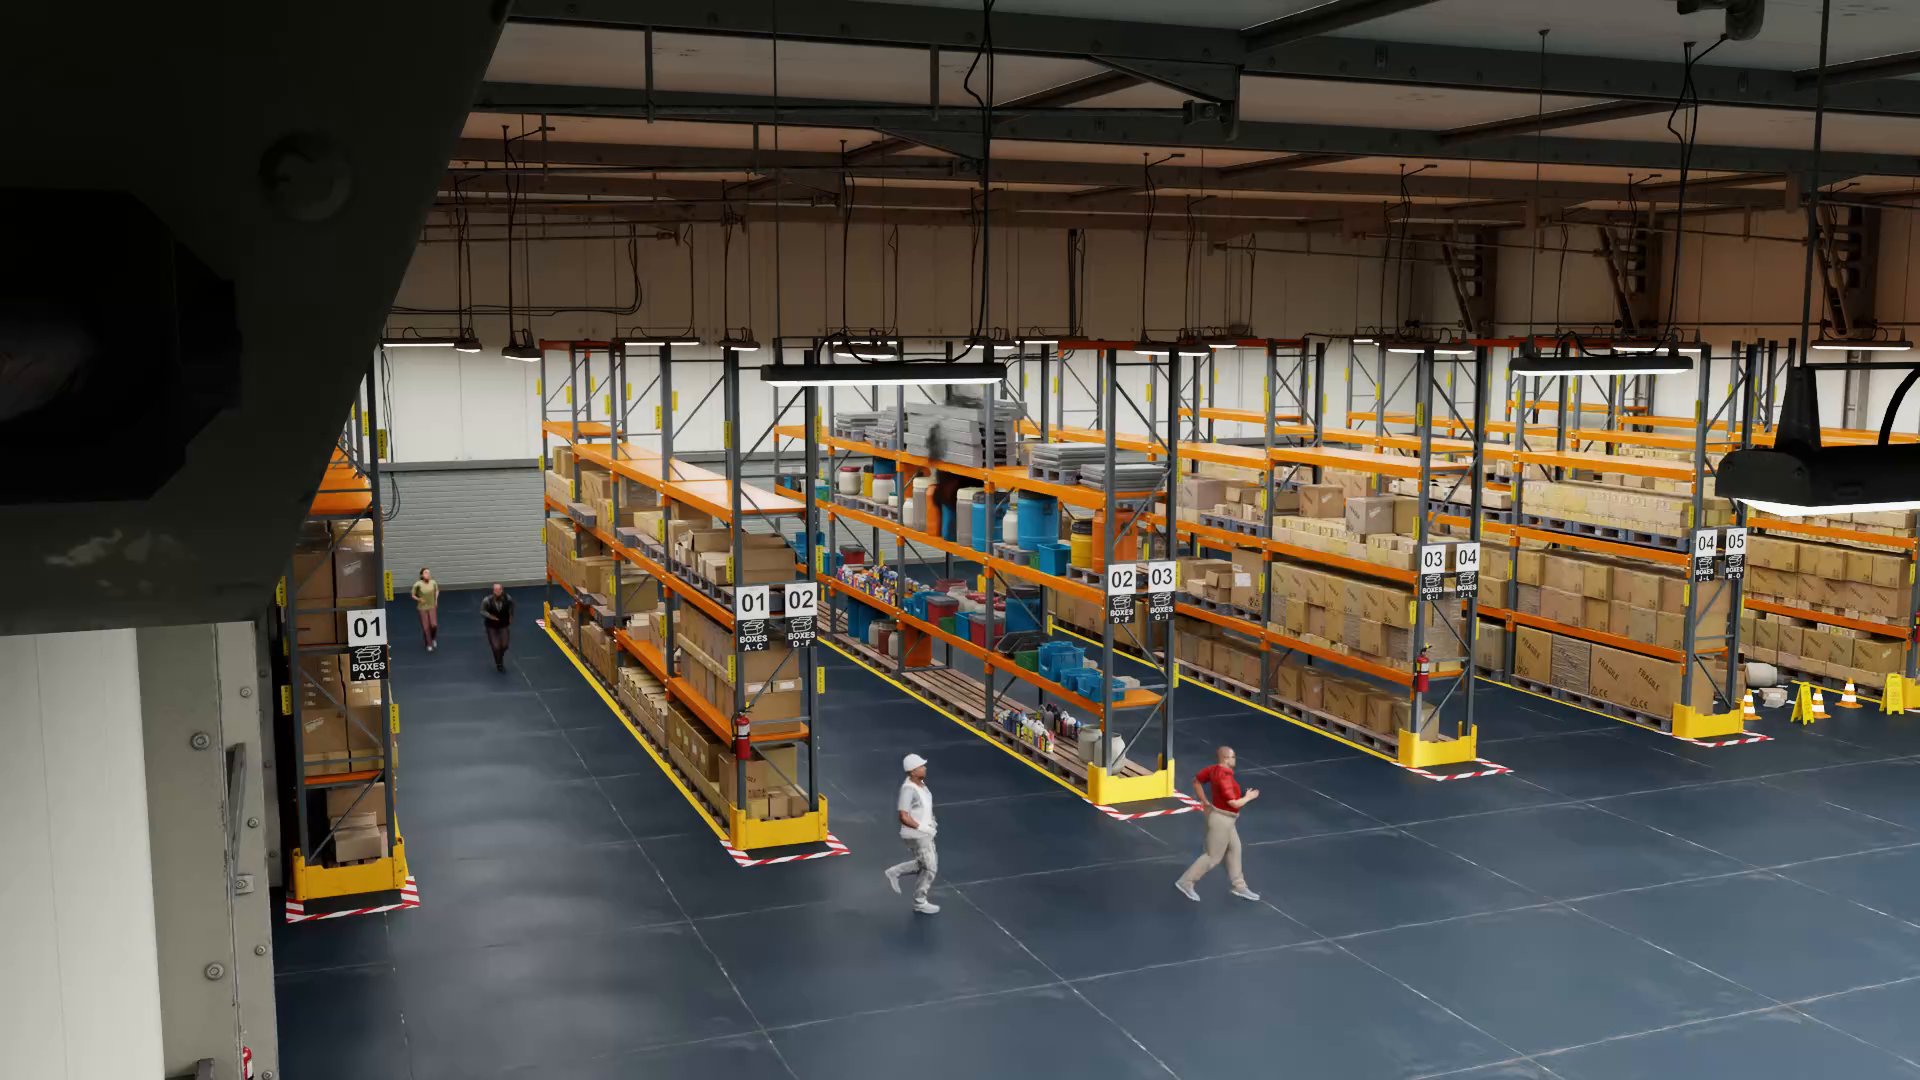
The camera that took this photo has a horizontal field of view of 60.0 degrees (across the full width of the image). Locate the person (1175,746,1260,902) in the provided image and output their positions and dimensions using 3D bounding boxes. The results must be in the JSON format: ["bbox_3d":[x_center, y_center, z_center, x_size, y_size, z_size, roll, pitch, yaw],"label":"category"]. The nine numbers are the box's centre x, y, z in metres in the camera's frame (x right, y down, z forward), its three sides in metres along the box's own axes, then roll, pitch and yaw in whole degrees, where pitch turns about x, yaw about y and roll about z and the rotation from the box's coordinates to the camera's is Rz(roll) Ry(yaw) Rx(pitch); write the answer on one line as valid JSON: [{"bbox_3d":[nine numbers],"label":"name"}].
[{"bbox_3d":[2.823,3.106,18.140,0.959,1.744,0.649,0,7,-2],"label":"person"}]

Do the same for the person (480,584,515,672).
[{"bbox_3d":[-8.407,1.593,30.303,0.649,1.650,0.725,-3,8,-21],"label":"person"}]

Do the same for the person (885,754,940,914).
[{"bbox_3d":[-0.524,3.158,17.911,0.616,1.740,0.683,1,7,6],"label":"person"}]

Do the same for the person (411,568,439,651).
[{"bbox_3d":[-10.301,1.345,32.133,0.562,1.639,0.539,-4,9,-30],"label":"person"}]
